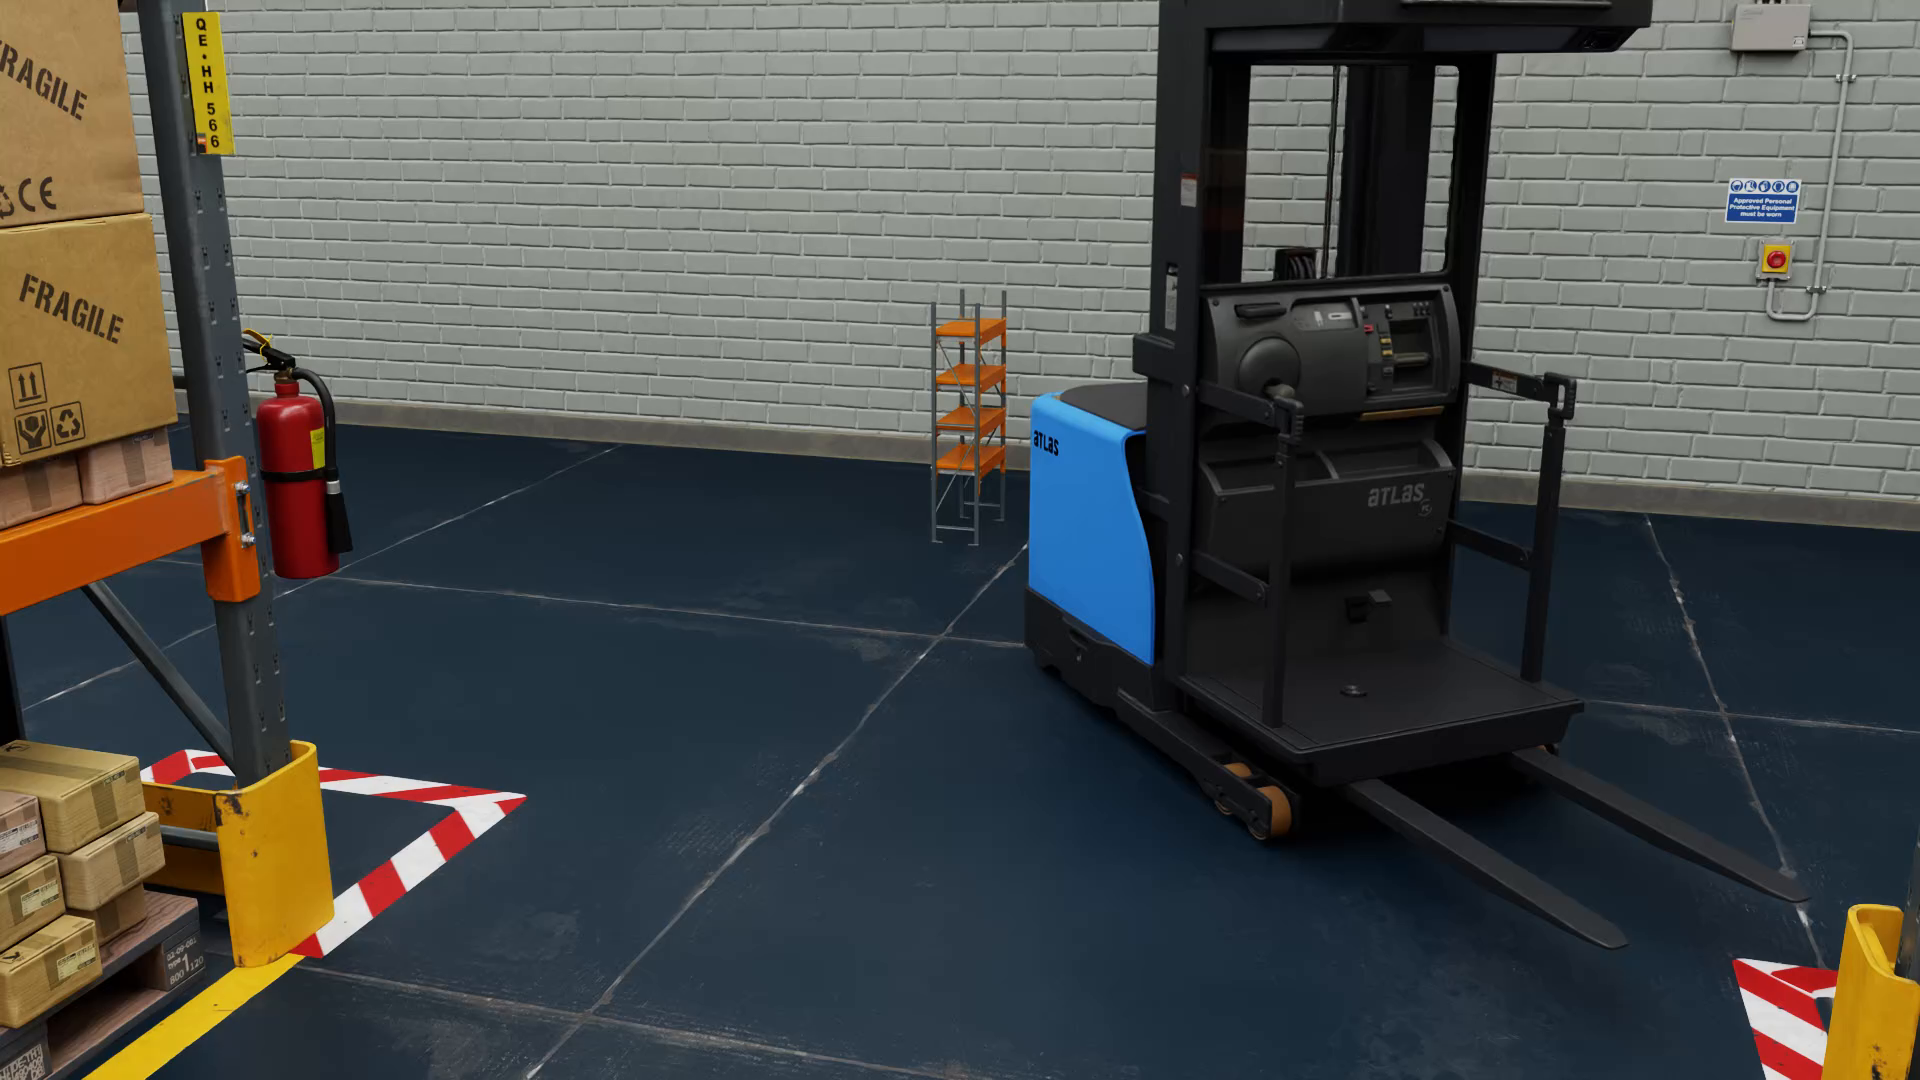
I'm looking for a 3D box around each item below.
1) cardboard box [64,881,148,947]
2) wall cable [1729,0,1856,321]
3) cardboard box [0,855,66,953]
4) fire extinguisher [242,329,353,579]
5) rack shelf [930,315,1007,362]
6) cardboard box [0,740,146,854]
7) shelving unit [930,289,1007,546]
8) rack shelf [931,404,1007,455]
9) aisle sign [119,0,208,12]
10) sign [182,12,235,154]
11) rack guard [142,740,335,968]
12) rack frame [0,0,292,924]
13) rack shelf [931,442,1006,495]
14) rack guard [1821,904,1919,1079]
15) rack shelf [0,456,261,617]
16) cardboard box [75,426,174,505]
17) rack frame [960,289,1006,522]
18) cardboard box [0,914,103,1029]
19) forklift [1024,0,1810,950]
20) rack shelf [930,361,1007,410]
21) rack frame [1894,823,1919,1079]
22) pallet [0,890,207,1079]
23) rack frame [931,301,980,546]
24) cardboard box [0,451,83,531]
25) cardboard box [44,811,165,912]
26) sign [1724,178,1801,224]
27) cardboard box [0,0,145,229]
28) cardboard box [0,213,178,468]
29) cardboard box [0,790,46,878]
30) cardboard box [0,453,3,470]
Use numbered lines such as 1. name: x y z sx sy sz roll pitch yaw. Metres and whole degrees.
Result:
1. cardboard box: -2.264 0.899 4.119 0.380 0.149 0.250 5 17 17
2. wall cable: 4.040 -2.048 8.134 0.585 1.953 0.123 5 16 16
3. cardboard box: -2.317 0.826 3.830 0.380 0.149 0.250 4 16 15
4. fire extinguisher: -1.800 -0.238 4.498 0.296 0.674 0.183 5 16 16
5. rack shelf: 0.047 -0.999 8.211 0.258 0.148 0.480 5 16 16
6. cardboard box: -2.222 0.617 4.023 0.380 0.149 0.250 5 17 17
7. shelving unit: 0.047 -0.621 8.318 0.258 1.200 0.503 5 16 16
8. rack shelf: 0.047 -0.556 8.337 0.258 0.148 0.480 5 16 16
9. aisle sign: -2.006 -1.671 3.961 0.394 0.787 0.004 5 16 16
10. sign: -1.788 -1.086 3.959 0.100 0.325 0.005 5 16 16
11. rack guard: -2.336 0.798 4.601 1.175 0.500 0.348 5 16 16
12. rack frame: -2.315 -0.425 4.330 1.000 3.000 0.127 5 16 16
13. rack shelf: 0.047 -0.365 8.391 0.258 0.148 0.480 5 16 16
14. rack guard: 2.467 1.129 3.433 1.175 0.500 0.348 5 16 16
15. rack shelf: -2.883 0.445 2.583 1.077 0.370 4.000 5 16 16
16. cardboard box: -2.136 -0.197 3.986 0.380 0.149 0.250 5 16 16
17. rack frame: 0.116 -0.684 8.543 0.240 1.200 0.015 5 16 16
18. cardboard box: -2.240 0.974 3.854 0.380 0.149 0.250 5 17 18
19. forklift: 1.294 -0.622 5.152 1.130 2.935 3.031 -7 17 -22
20. rack shelf: 0.047 -0.771 8.276 0.258 0.148 0.480 5 16 16
21. rack frame: 2.463 -0.067 3.069 0.949 2.616 0.053 5 16 16
22. pallet: -2.601 1.146 3.901 1.003 0.211 1.213 5 16 16
23. rack frame: -0.022 -0.557 8.093 0.240 1.200 0.015 5 16 16
24. cardboard box: -2.243 -0.135 3.767 0.380 0.149 0.250 5 16 16
25. cardboard box: -2.191 0.762 4.056 0.380 0.149 0.250 4 16 14
26. sign: 4.011 -1.694 8.310 0.327 0.218 0.001 5 16 16
27. cardboard box: -2.206 -0.958 3.649 0.500 0.500 0.500 4 16 15
28. cardboard box: -2.195 -0.478 3.791 0.500 0.500 0.500 5 17 17
29. cardboard box: -2.348 0.678 3.807 0.380 0.149 0.250 5 17 17
30. cardboard box: -2.347 -0.344 3.317 0.500 0.500 0.500 4 16 15
